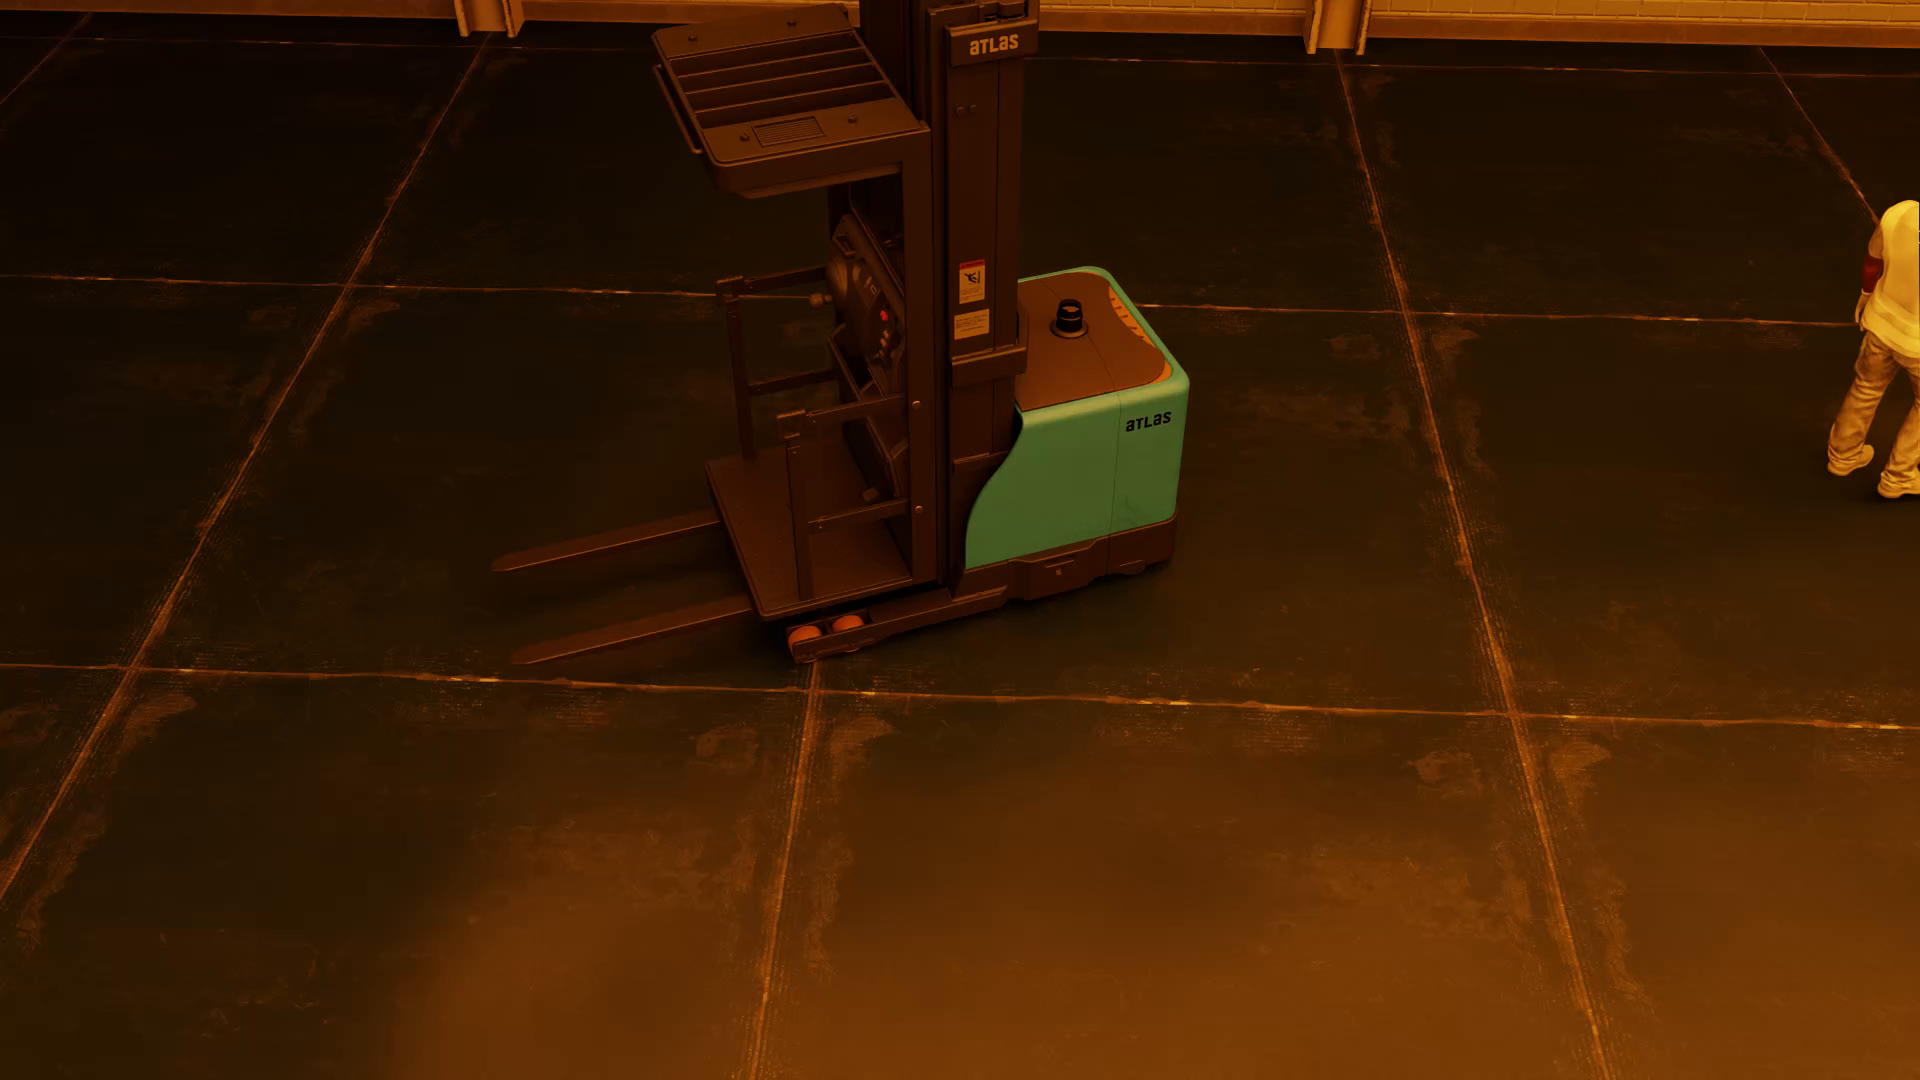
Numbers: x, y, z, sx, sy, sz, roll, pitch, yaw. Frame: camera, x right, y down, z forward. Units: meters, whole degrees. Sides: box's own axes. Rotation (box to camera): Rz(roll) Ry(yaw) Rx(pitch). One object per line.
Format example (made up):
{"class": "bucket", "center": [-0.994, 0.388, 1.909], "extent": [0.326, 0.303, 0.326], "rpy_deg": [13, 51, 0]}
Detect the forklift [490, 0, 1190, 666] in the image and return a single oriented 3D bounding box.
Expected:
{"class": "forklift", "center": [-0.573, -0.945, 6.778], "extent": [3.031, 2.935, 1.130], "rpy_deg": [-13, 44, -14]}

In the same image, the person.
{"class": "person", "center": [4.434, -0.981, 7.668], "extent": [0.544, 1.789, 0.652], "rpy_deg": [-16, 45, -17]}
